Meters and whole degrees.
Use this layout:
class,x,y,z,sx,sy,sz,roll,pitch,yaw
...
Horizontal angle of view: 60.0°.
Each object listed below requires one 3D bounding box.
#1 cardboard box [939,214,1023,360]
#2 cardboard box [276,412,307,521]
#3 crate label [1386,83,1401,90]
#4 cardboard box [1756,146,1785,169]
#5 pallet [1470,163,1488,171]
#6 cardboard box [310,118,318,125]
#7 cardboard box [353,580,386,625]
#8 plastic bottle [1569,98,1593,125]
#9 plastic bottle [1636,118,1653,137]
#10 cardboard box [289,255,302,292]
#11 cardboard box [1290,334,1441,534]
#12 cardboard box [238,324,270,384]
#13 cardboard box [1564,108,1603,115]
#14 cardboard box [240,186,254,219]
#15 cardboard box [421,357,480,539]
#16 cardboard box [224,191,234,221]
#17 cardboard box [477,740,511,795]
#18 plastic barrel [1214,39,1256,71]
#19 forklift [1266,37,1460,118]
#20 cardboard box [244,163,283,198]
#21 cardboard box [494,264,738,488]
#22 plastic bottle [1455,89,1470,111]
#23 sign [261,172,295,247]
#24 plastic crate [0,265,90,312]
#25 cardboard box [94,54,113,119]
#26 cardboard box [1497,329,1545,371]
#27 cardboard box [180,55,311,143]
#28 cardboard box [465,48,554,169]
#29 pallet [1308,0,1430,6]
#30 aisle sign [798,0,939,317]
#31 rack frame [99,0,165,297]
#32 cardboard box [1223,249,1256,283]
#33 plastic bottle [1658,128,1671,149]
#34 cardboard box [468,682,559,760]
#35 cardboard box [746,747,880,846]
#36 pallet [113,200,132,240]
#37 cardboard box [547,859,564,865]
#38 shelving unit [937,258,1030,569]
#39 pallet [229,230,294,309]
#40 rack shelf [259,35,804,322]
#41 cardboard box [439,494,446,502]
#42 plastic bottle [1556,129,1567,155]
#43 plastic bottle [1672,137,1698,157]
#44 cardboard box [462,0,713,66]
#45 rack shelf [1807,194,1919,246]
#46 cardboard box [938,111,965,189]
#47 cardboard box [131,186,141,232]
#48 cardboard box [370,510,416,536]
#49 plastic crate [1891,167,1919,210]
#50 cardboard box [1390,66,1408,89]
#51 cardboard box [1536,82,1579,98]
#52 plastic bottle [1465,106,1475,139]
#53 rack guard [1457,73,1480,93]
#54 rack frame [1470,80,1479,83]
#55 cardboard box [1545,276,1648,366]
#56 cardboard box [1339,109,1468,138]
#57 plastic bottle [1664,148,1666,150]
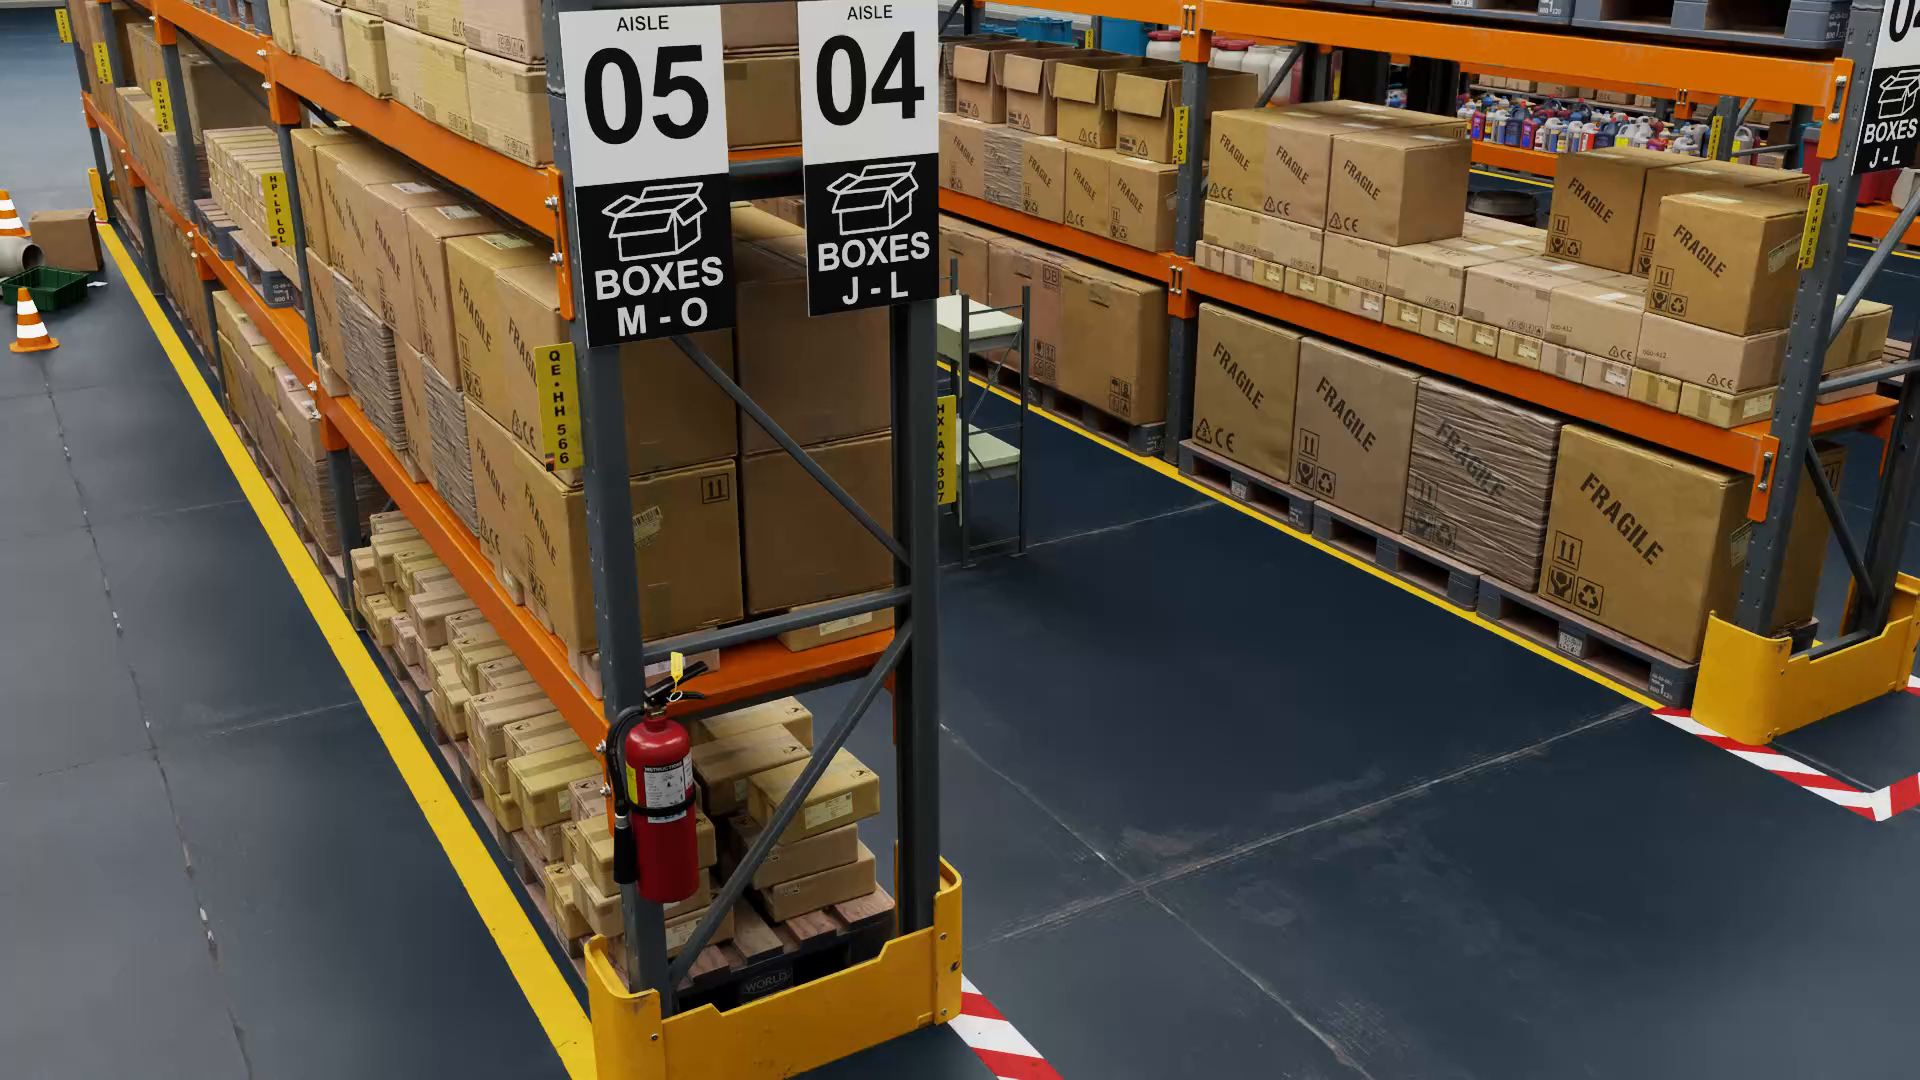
class,x,y,z,sx,sy,sz,roll,pitch,yaw
cardboard box,0.491,-1.954,12.400,1.225,0.875,0.875,-13,25,-28
cardboard box,-3.422,-0.439,9.170,0.500,0.500,0.500,-13,26,-29
crate label,4.072,-4.345,16.240,0.303,0.233,0.416,-13,25,-28
cardboard box,8.485,-3.841,17.512,0.500,0.500,0.500,-14,26,-30
pallet,6.592,-4.938,21.179,1.003,0.211,1.213,-13,25,-28
cardboard box,-4.868,-2.748,11.955,0.500,0.500,0.500,-13,25,-29
cardboard box,-2.655,0.261,7.915,0.380,0.149,0.250,-14,26,-31
plastic bottle,5.330,-3.610,14.274,0.144,0.351,0.185,-13,25,-28
plastic bottle,5.382,-3.159,13.164,0.144,0.351,0.185,-13,25,-28
cardboard box,-3.197,-1.379,8.496,0.380,0.149,0.250,-13,25,-28
cardboard box,2.479,-0.656,9.207,0.875,0.875,0.875,-13,25,-28
cardboard box,-3.964,-1.127,9.868,0.500,0.250,0.500,-12,25,-28
cardboard box,7.413,-5.072,20.156,0.500,0.311,0.500,-13,25,-29
cardboard box,-3.875,-1.944,9.492,0.380,0.149,0.250,-13,25,-29
cardboard box,-1.499,-0.360,5.687,0.500,0.500,0.500,-13,25,-28
cardboard box,-4.278,-2.060,10.173,0.380,0.149,0.250,-11,25,-26
cardboard box,-1.580,0.789,6.220,0.380,0.149,0.250,-12,25,-27
plastic barrel,2.818,-4.842,17.061,0.433,0.535,0.433,0,22,0
forklift,2.869,-2.899,12.552,1.130,2.935,3.031,-13,26,-30
cardboard box,-3.742,-2.000,9.235,0.380,0.149,0.250,-13,25,-29
cardboard box,-0.970,-0.498,4.697,0.500,0.500,0.500,-13,26,-29
plastic bottle,4.656,-4.036,15.413,0.061,0.283,0.133,-13,25,-28
sign,-3.041,-1.474,7.416,0.100,0.325,0.005,-13,25,-28
plastic crate,-7.867,-2.163,14.308,0.450,0.188,0.662,9,22,-4
cardboard box,-7.682,-4.345,15.818,0.875,0.550,0.500,-13,25,-28
cardboard box,2.806,-0.938,7.968,0.380,0.149,0.250,-13,26,-29
cardboard box,-4.829,-2.997,11.240,0.700,0.500,0.500,-13,25,-29
cardboard box,-0.982,-1.167,4.414,0.500,0.250,0.500,-13,26,-29
pallet,2.159,-3.048,8.961,1.003,0.211,1.213,-13,25,-28
aisle sign,-0.227,-0.989,4.308,0.394,0.787,0.004,-13,25,-28
rack frame,-6.652,-3.635,14.271,1.000,3.000,0.127,-13,25,-28
cardboard box,1.750,-1.605,9.611,0.380,0.149,0.250,-14,26,-30
plastic bottle,5.777,-3.274,13.648,0.097,0.201,0.097,0,22,0
cardboard box,-1.594,0.654,6.158,0.380,0.149,0.250,-12,25,-26
cardboard box,-0.498,0.865,5.637,0.380,0.149,0.250,-14,26,-31
pallet,-8.219,-3.394,17.382,1.003,0.211,1.213,-13,25,-28
cardboard box,-1.249,1.080,5.900,0.380,0.149,0.250,-13,25,-28
shelving unit,-0.003,-0.697,9.034,0.431,1.500,0.755,-13,25,-28
pallet,-3.562,-1.618,9.564,1.003,0.211,1.213,-13,25,-28
rack shelf,-1.544,-1.454,5.877,1.077,0.370,4.000,-13,25,-28
cardboard box,-1.811,-0.279,6.349,0.380,0.149,0.250,-12,25,-26
plastic bottle,4.933,-3.250,13.587,0.097,0.201,0.097,0,22,0
plastic bottle,5.529,-2.927,12.694,0.152,0.276,0.135,-13,25,-28
cardboard box,-0.976,-1.402,4.329,0.500,0.250,0.500,-13,26,-30
rack shelf,7.030,-1.938,11.052,1.077,0.370,4.000,-13,25,-28
cardboard box,-0.013,-2.931,12.407,0.500,0.500,0.500,-13,26,-30
cardboard box,-7.377,-3.353,15.842,0.875,0.875,0.875,-12,25,-28
cardboard box,-2.567,-0.043,7.873,0.380,0.149,0.250,-11,25,-26
plastic crate,6.630,-2.362,11.217,0.437,0.282,0.530,-13,25,-28
cardboard box,5.952,-6.099,22.432,0.500,0.500,0.500,-13,25,-28
cardboard box,9.295,-7.082,25.487,0.700,0.500,0.500,-14,26,-32
plastic bottle,4.416,-3.610,14.381,0.097,0.271,0.097,0,22,0
rack guard,8.434,-7.527,27.165,1.175,0.500,0.348,-13,25,-28
rack frame,8.396,-8.709,26.755,1.000,3.000,0.127,-13,25,-28
cardboard box,3.059,-1.010,7.617,0.500,0.250,0.500,-13,26,-29
cardboard box,2.467,-2.122,9.356,0.500,0.500,0.500,-12,25,-28
plastic bottle,5.431,-2.980,12.922,0.097,0.201,0.097,0,22,0
